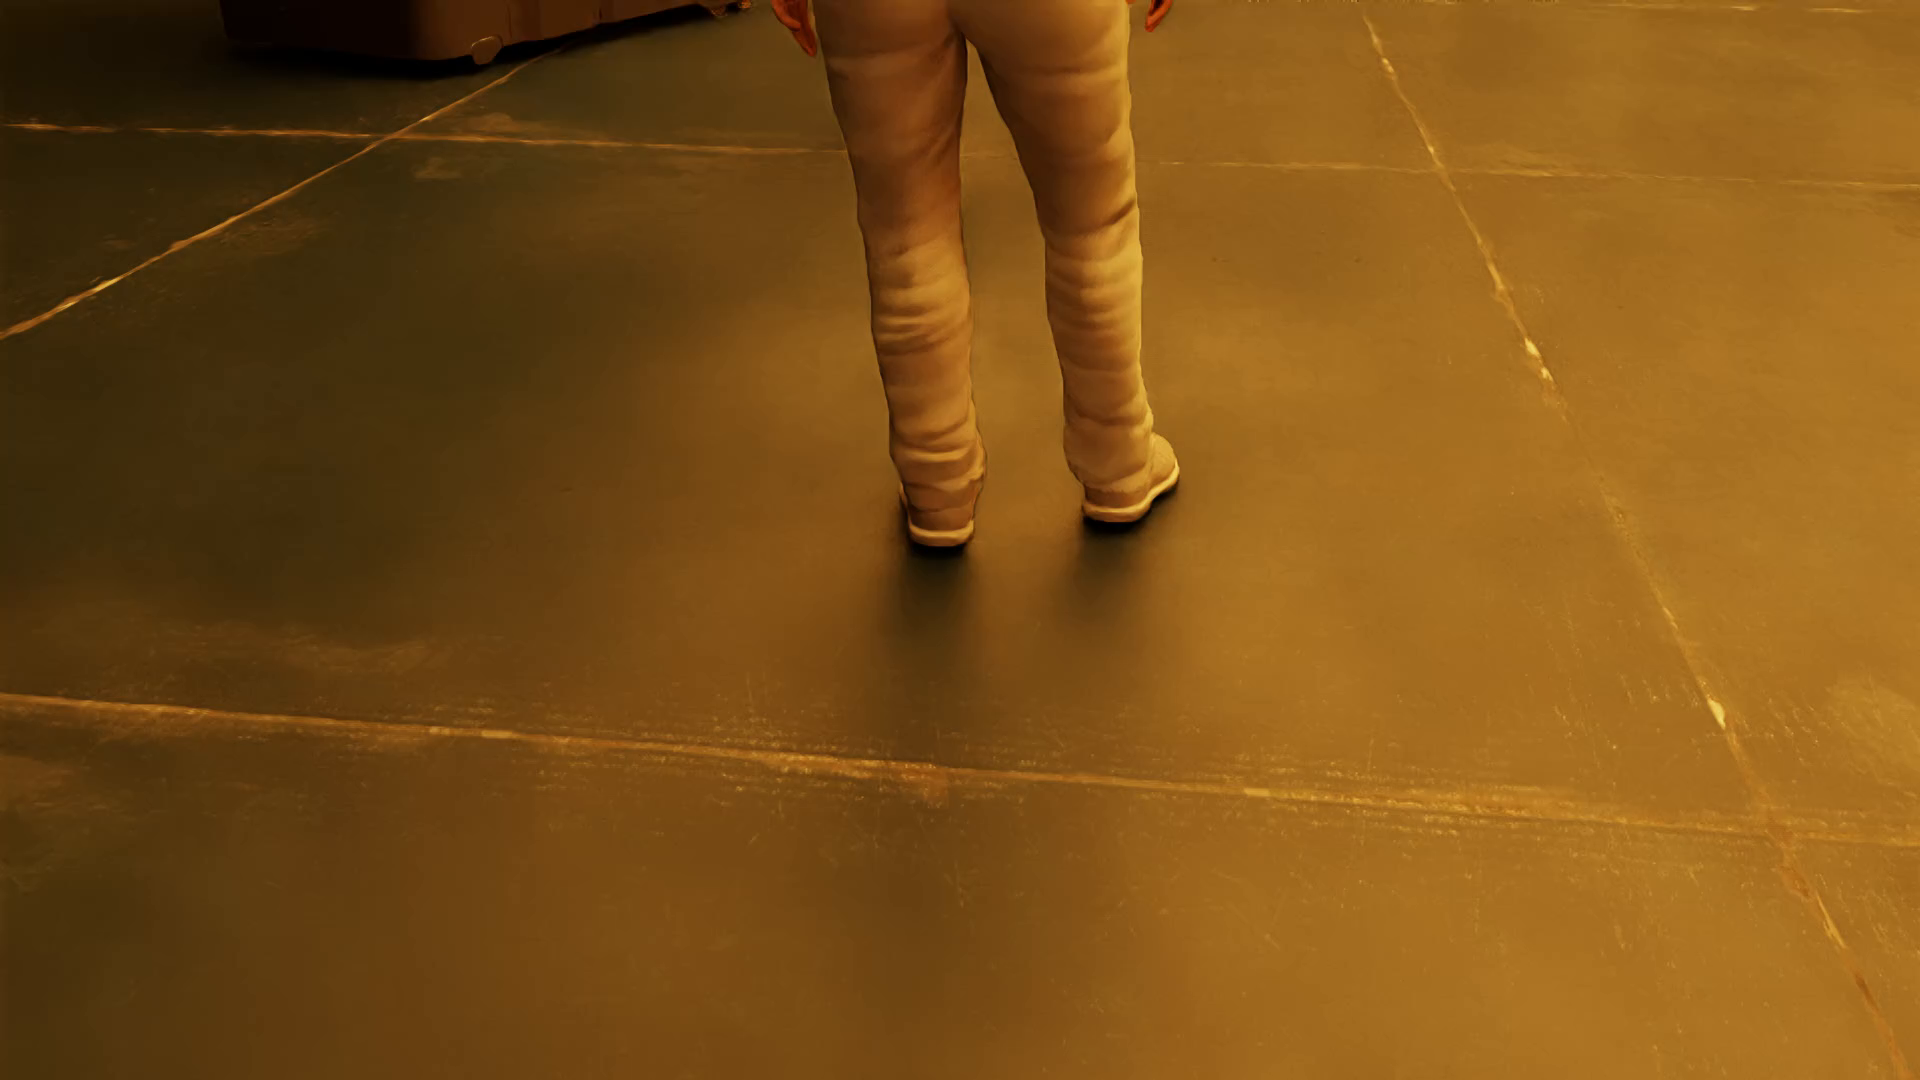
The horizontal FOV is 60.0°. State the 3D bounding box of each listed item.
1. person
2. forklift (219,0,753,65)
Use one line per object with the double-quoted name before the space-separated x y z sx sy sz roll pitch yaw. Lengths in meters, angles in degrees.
"person" 0.033 -0.785 2.190 0.598 1.669 0.529 3 27 7
"forklift" -1.503 -3.535 6.303 1.130 2.935 3.031 13 29 24
